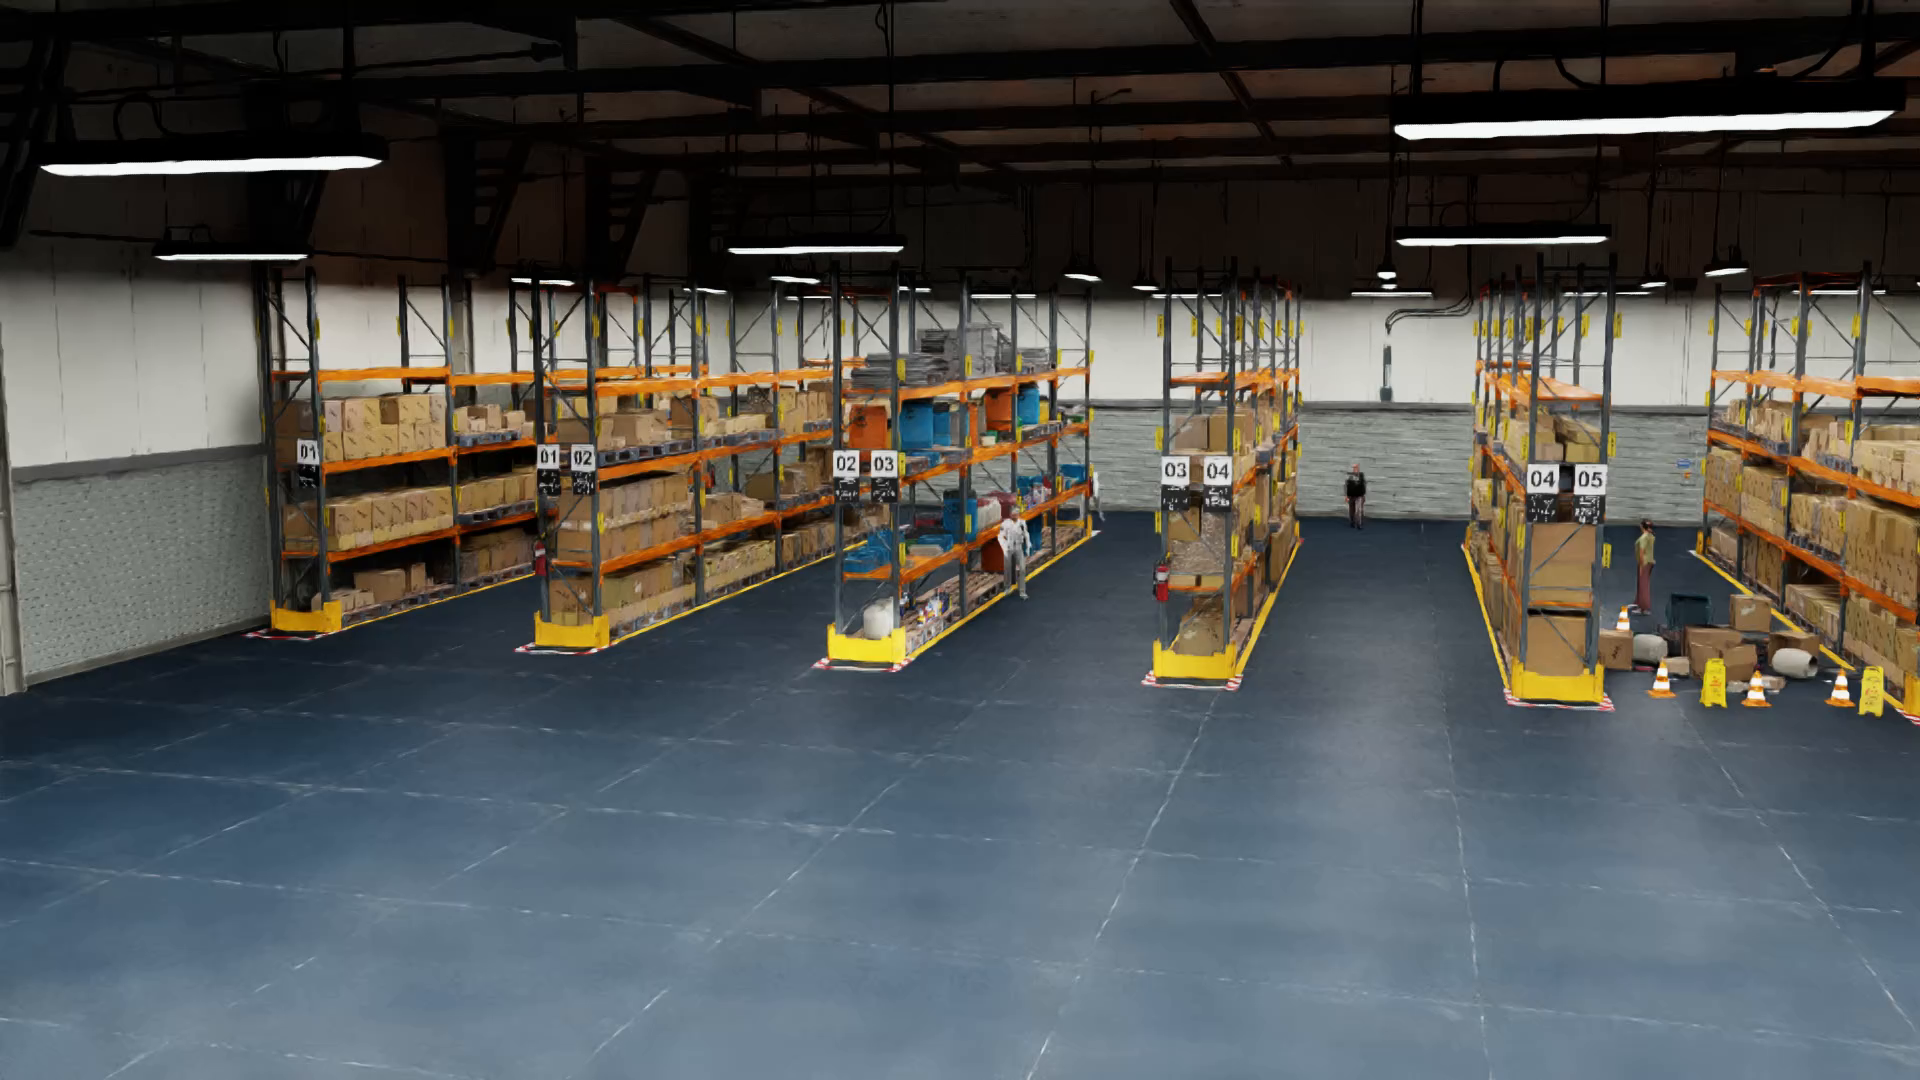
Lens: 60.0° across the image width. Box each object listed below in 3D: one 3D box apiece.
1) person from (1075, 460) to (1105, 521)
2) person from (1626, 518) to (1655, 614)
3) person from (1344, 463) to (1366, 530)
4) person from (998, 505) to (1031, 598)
[{"bbox_3d":[3.408,-1.284,43.236,0.523,1.615,0.943,5,9,36],"label":"person"},{"bbox_3d":[12.019,0.444,29.335,0.482,1.674,0.492,7,10,43],"label":"person"},{"bbox_3d":[9.899,-1.115,41.683,0.544,1.646,1.102,2,8,16],"label":"person"},{"bbox_3d":[0.962,0.178,29.431,0.617,1.641,0.667,-1,7,-7],"label":"person"}]
